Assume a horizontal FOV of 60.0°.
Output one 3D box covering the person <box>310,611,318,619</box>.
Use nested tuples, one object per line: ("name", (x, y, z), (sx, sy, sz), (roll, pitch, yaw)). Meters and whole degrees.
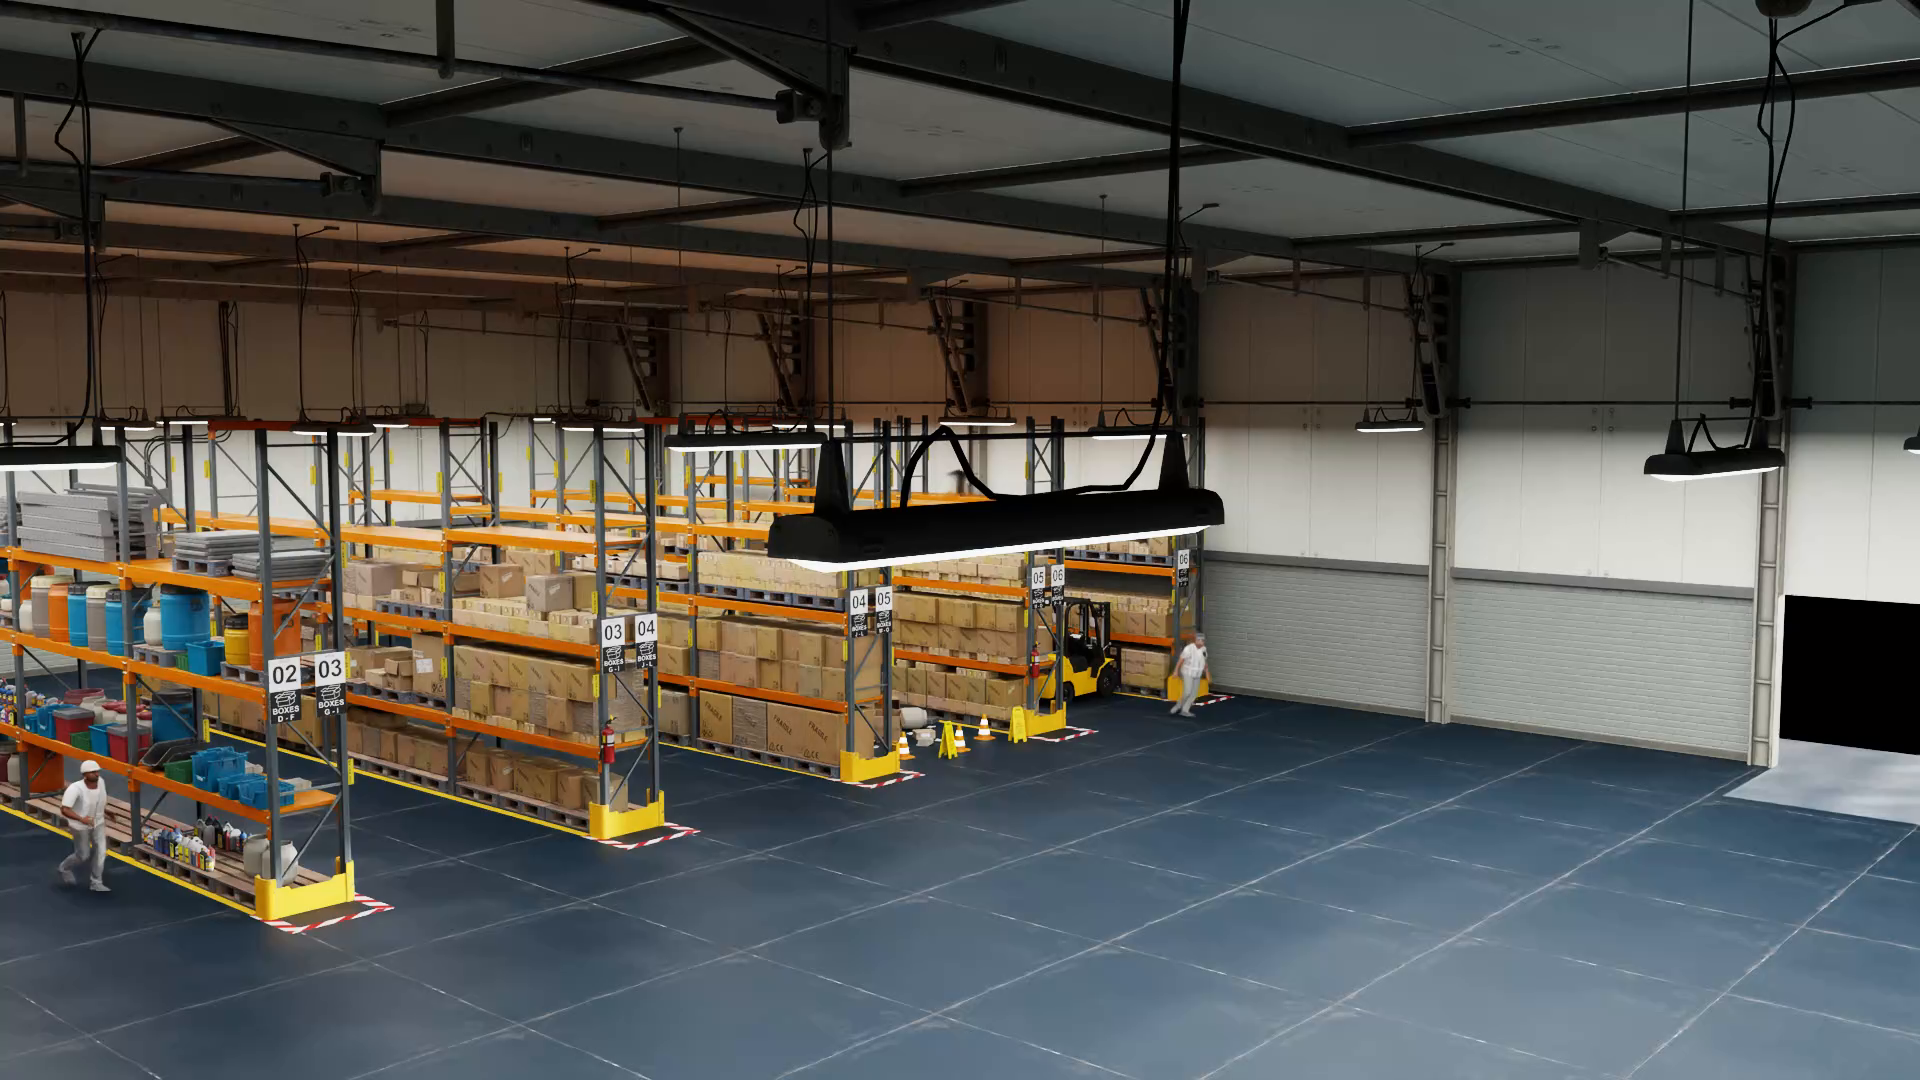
("person", (-14.853, 2.391, 38.316), (0.542, 1.537, 0.570), (0, 5, 3))

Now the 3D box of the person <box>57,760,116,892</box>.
("person", (-11.370, 3.686, 21.538), (0.846, 1.721, 0.695), (3, 5, 28))

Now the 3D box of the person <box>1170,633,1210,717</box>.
("person", (4.629, 2.710, 33.416), (0.709, 1.710, 0.582), (-3, 6, -32))
